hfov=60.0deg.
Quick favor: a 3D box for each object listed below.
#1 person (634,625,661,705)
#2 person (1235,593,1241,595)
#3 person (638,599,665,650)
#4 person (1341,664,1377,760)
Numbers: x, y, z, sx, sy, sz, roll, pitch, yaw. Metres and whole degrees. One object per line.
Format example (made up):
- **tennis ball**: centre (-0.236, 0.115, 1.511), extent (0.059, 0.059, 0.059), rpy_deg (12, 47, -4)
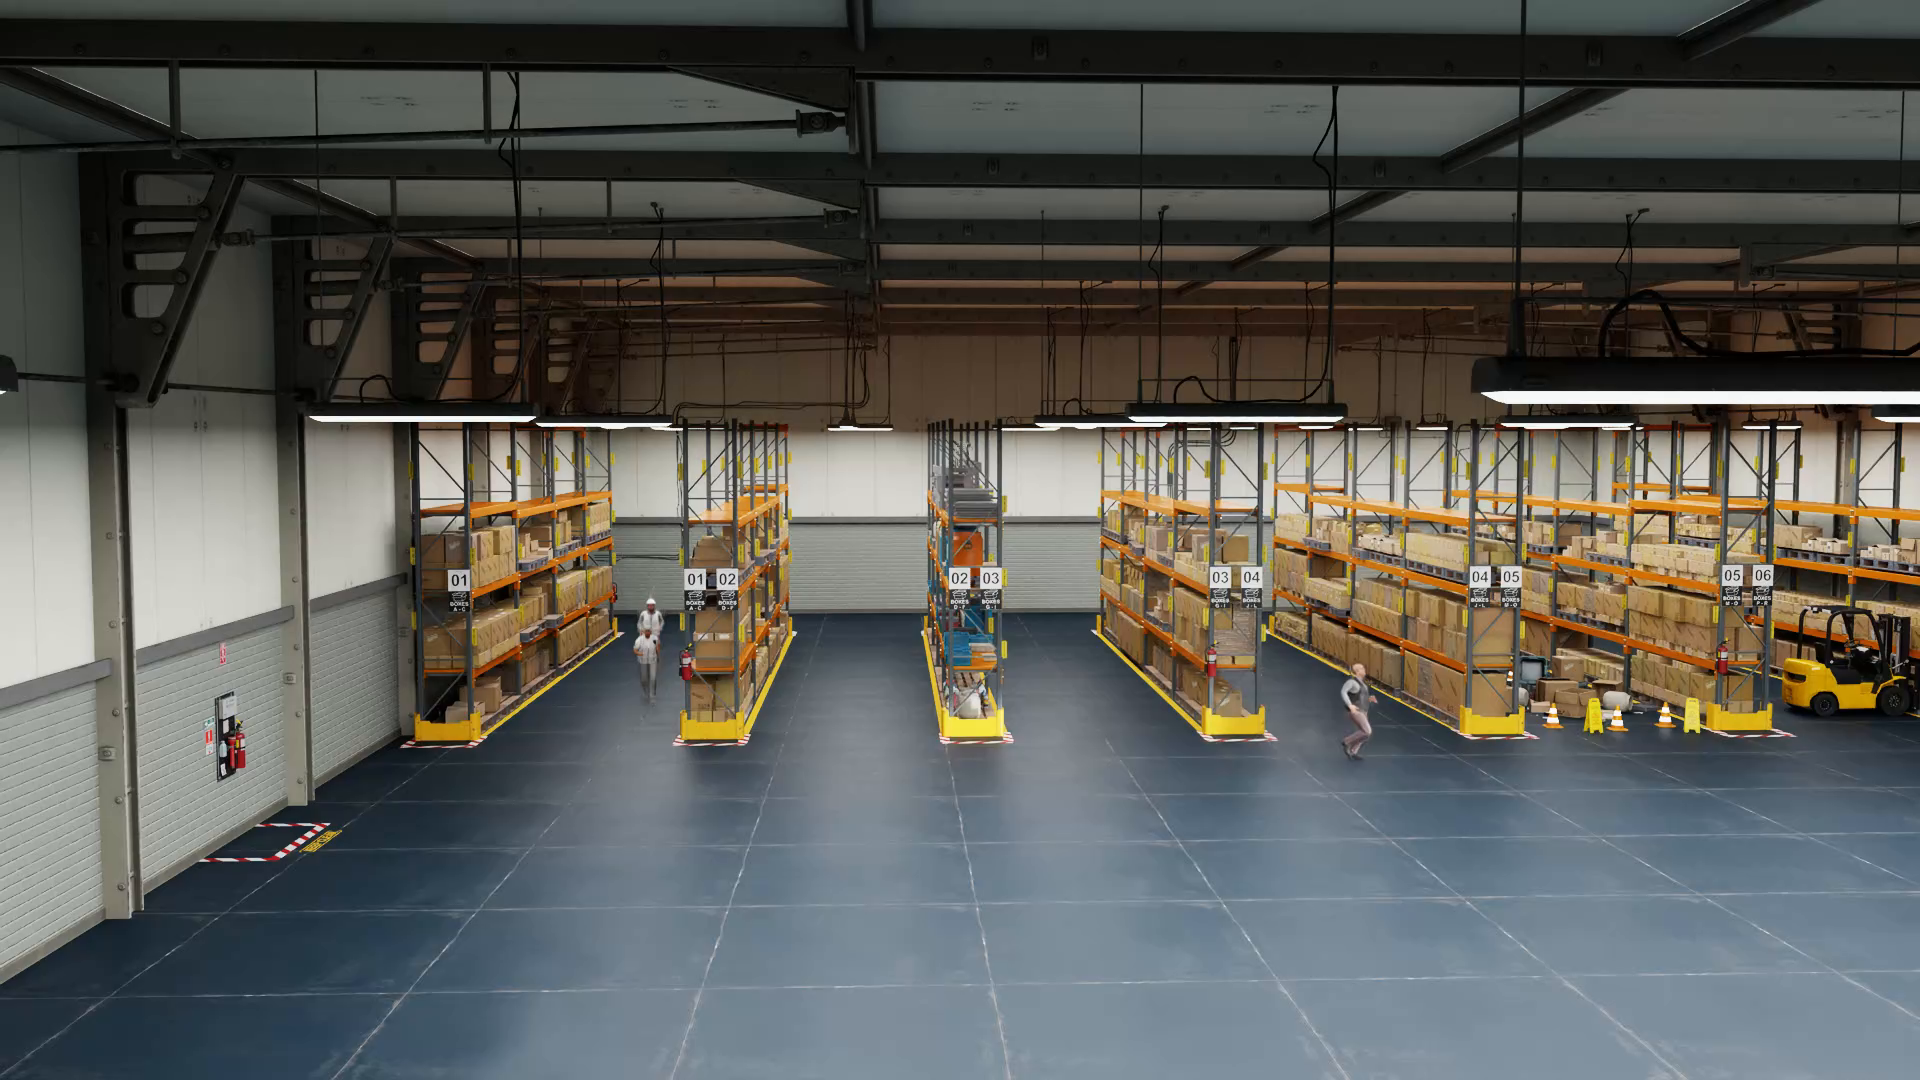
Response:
- **person**: centre (-6.655, 2.620, 35.405), extent (0.577, 1.668, 0.937), rpy_deg (-1, 4, -12)
- **person**: centre (7.709, 1.851, 47.128), extent (0.689, 1.728, 0.648), rpy_deg (2, 4, 23)
- **person**: centre (-7.505, 2.284, 40.408), extent (0.648, 1.724, 0.616), rpy_deg (-1, 4, -11)
- **person**: centre (6.998, 3.012, 29.088), extent (0.540, 1.694, 0.703), rpy_deg (3, 4, 35)
